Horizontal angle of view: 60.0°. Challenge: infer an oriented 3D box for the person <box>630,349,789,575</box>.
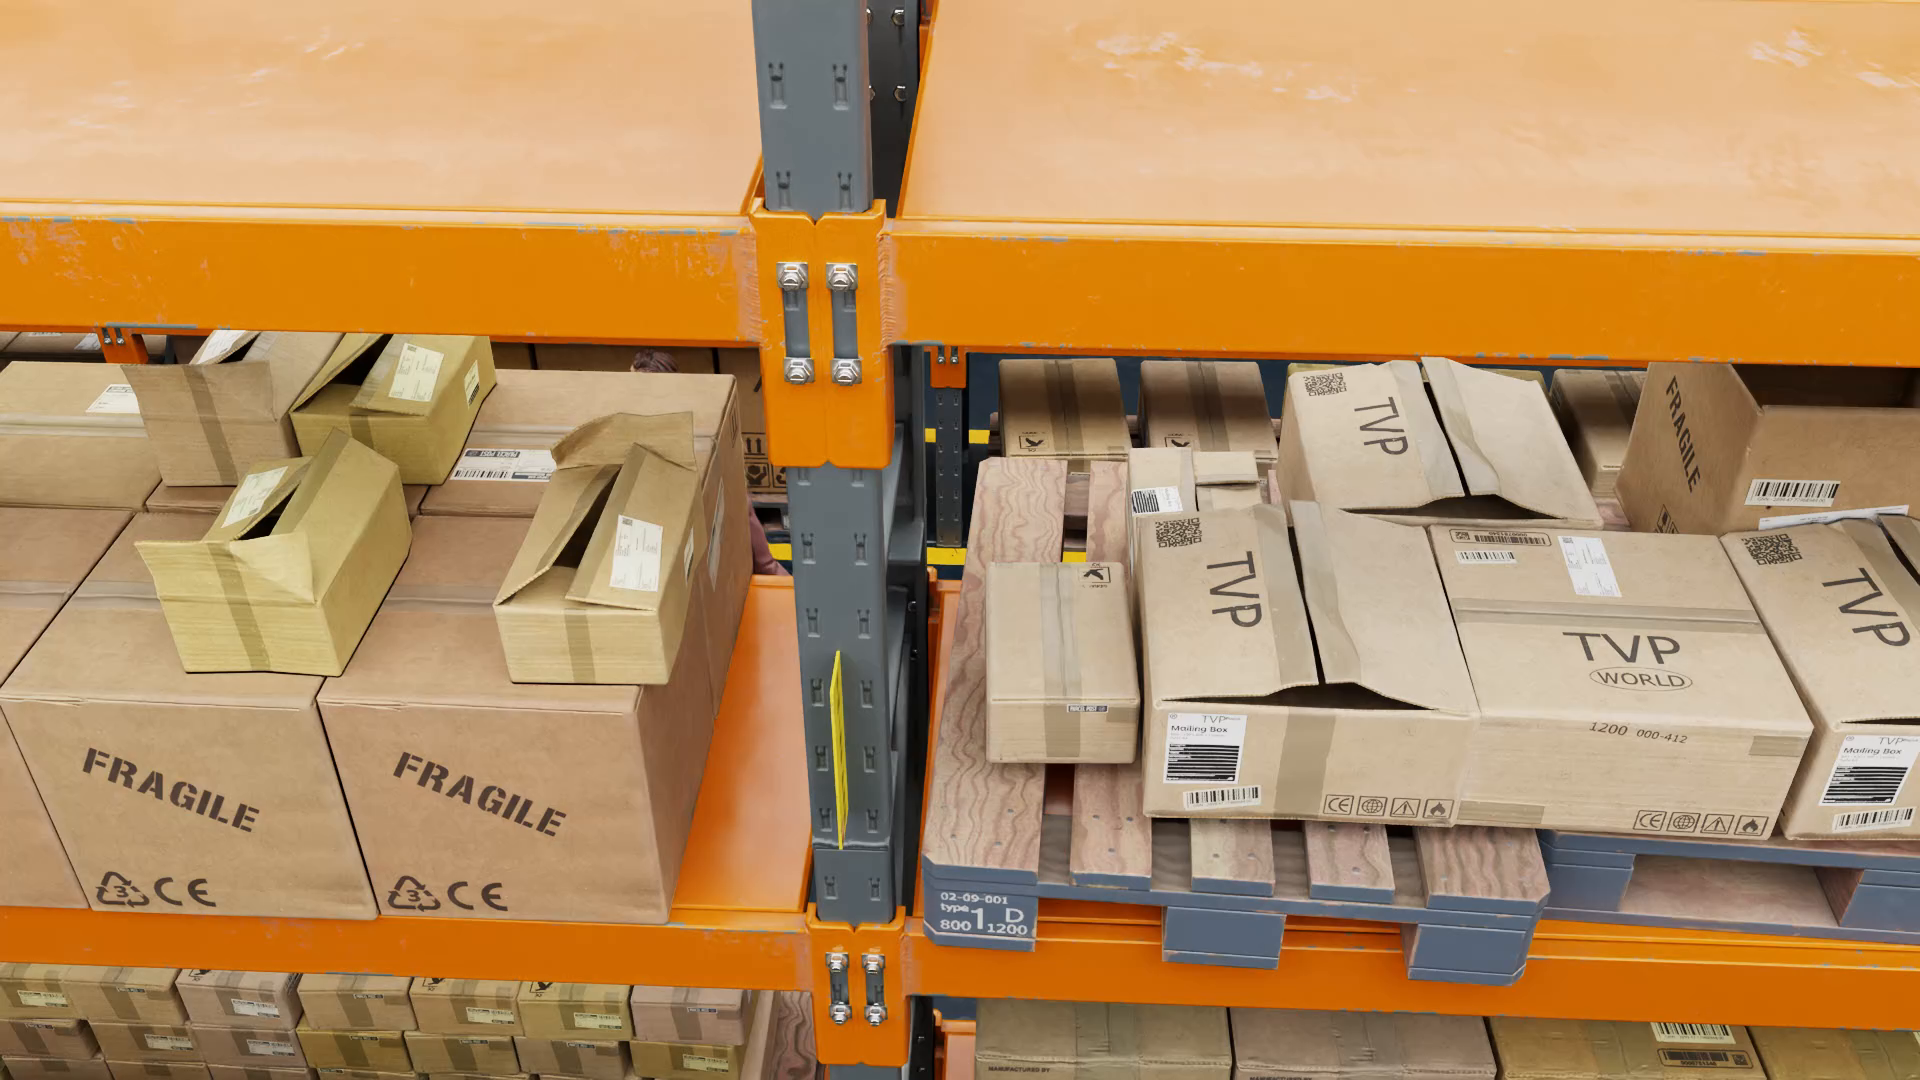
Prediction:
[{"bbox_3d":[-1.089,-0.101,7.307,0.901,1.588,0.572,9,37,12],"label":"person"}]
